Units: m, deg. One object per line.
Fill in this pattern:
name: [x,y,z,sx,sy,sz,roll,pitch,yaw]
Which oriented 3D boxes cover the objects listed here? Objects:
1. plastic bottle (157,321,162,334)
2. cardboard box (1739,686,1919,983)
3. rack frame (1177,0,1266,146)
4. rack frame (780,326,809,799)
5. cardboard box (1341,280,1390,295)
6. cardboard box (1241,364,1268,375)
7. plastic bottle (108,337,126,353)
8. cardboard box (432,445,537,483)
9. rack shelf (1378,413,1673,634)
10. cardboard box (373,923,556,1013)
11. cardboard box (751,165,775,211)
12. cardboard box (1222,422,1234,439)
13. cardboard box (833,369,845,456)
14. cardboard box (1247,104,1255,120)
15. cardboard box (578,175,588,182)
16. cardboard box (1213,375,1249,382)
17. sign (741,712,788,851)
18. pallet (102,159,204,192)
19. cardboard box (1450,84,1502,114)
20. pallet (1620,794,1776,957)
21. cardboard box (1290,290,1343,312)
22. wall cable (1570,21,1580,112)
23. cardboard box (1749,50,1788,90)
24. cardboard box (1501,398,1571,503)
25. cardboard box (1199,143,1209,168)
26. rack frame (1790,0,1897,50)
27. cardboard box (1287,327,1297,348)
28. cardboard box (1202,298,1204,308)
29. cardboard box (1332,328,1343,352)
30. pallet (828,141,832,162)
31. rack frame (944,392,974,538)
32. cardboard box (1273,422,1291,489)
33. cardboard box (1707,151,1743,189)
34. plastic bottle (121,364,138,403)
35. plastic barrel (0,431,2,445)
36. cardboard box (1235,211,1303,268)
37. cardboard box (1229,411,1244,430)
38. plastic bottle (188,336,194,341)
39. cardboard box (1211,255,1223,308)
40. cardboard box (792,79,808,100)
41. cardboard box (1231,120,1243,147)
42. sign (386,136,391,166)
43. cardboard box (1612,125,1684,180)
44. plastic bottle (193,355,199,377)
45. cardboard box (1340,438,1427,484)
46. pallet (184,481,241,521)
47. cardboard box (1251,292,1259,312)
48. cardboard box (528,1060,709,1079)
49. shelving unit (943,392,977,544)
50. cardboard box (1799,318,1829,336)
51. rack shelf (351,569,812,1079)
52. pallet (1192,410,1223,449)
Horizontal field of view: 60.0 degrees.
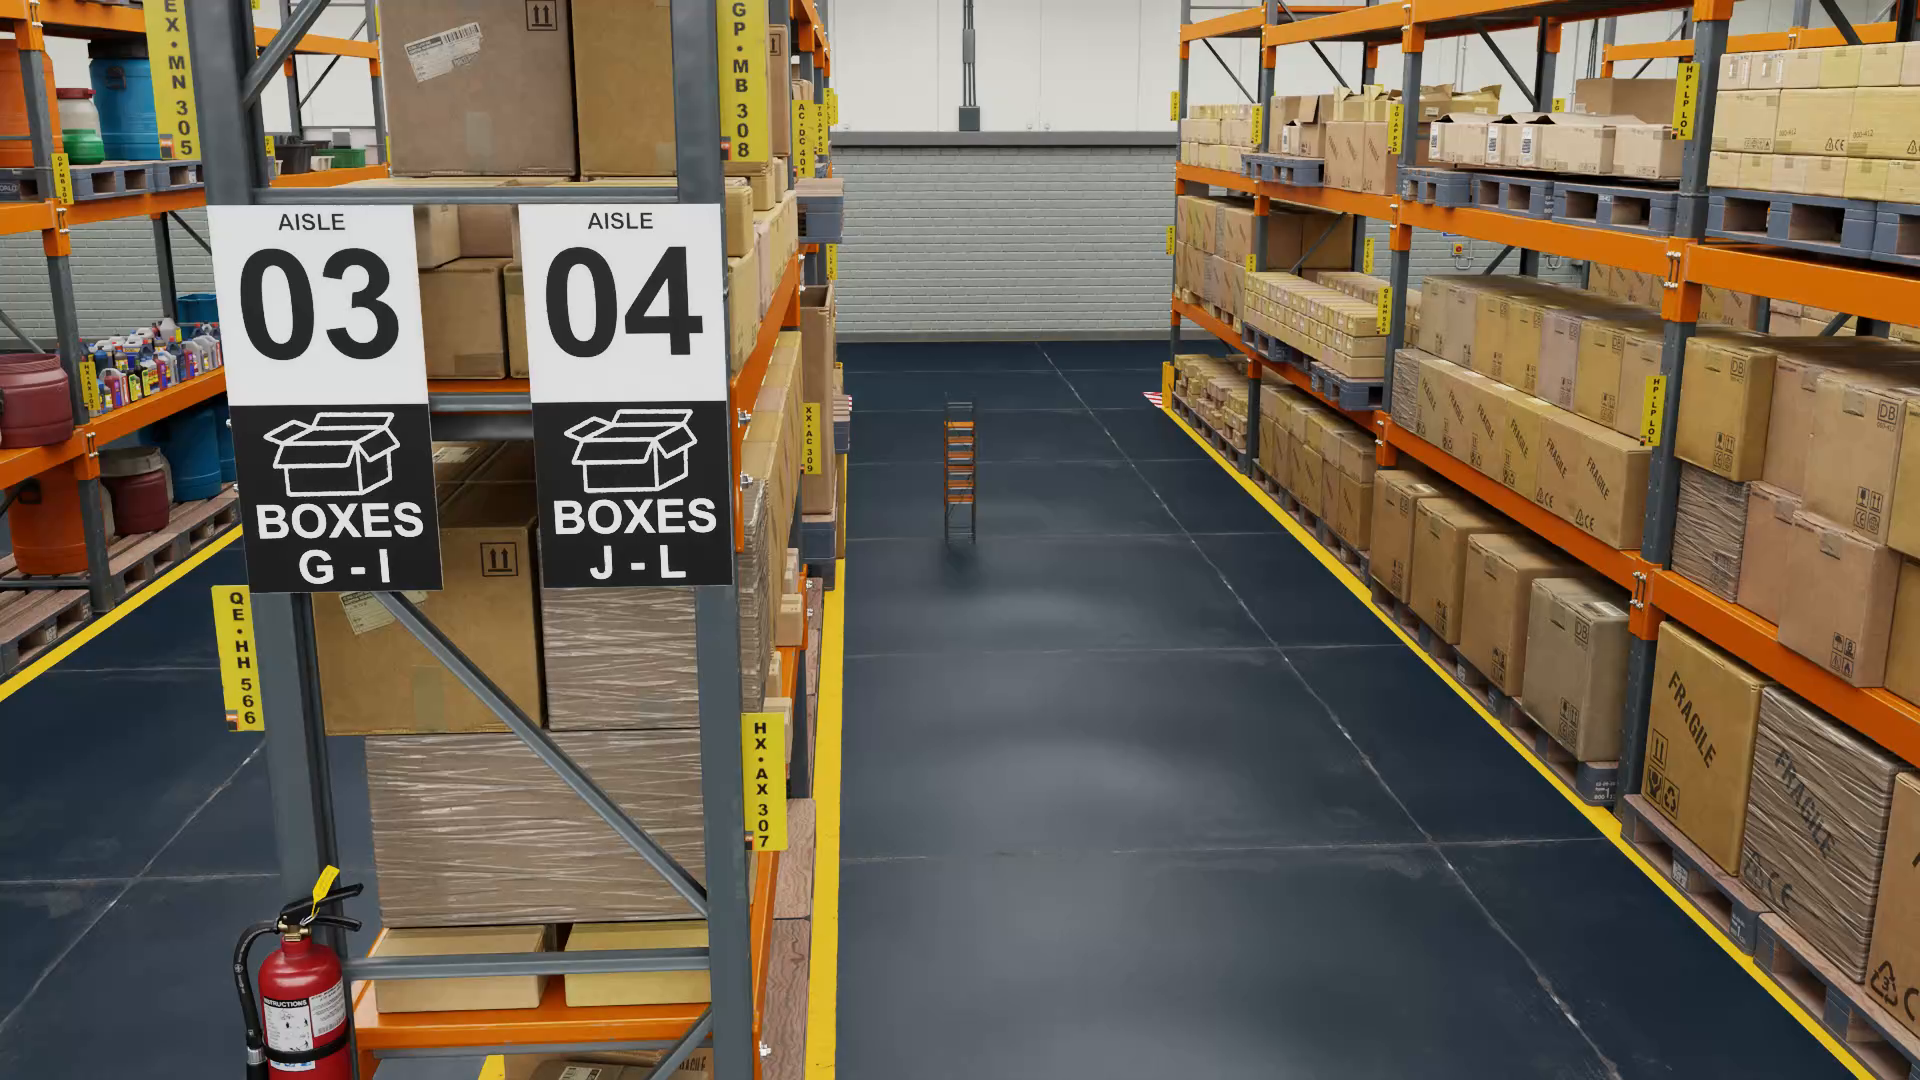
plastic bottle: [-7.068,-1.789,14.694,0.061,0.283,0.133,-1,14,-3]
cardboard box: [3.760,1.126,6.553,0.875,0.875,0.875,-1,14,-3]
rack frame: [2.988,-5.971,18.675,1.000,3.000,0.127,-1,14,-3]
rack frame: [-1.225,-0.030,7.624,1.000,3.000,0.127,-1,14,-3]
cardboard box: [3.503,-2.148,14.322,0.380,0.149,0.250,-1,14,-4]
cardboard box: [3.327,-1.858,18.412,0.380,0.149,0.250,-1,15,-6]
plastic bottle: [-6.959,-1.532,13.709,0.152,0.276,0.135,-1,14,-3]
cardboard box: [-1.295,0.031,4.583,0.500,0.500,0.500,-1,14,-3]
rack shelf: [3.607,-0.231,9.846,1.077,0.370,4.000,-1,14,-3]
cardboard box: [-1.201,1.019,4.052,0.380,0.149,0.250,-1,14,-3]
cardboard box: [-0.830,-1.199,5.648,0.380,0.149,0.250,0,14,-1]
cardboard box: [2.858,-1.117,16.726,0.380,0.149,0.250,-1,14,-5]
cardboard box: [-1.661,-1.035,14.951,1.225,0.875,0.875,-1,14,-3]
cardboard box: [2.917,-4.026,15.630,0.380,0.149,0.250,-1,14,-2]
cardboard box: [-1.350,-1.065,5.128,0.380,0.149,0.250,-2,15,-6]
cardboard box: [2.894,-1.653,17.617,0.380,0.149,0.250,-1,14,-3]
sign: [-0.436,0.537,3.682,0.100,0.325,0.005,-1,14,-3]
pallet: [-6.445,-2.829,12.861,1.003,0.211,1.213,-1,14,-3]
cardboard box: [3.702,-3.181,12.114,0.396,0.266,0.258,-1,14,-3]
pallet: [3.700,1.459,7.431,1.003,0.211,1.213,-1,14,-3]
cardboard box: [2.902,-1.947,13.543,0.380,0.149,0.250,0,14,-2]
wall cable: [8.039,-7.494,24.594,2.355,3.000,0.029,-1,14,-3]
cardboard box: [3.432,-1.891,6.698,0.380,0.149,0.250,-1,14,-4]
cardboard box: [3.369,-0.507,9.276,0.500,0.500,0.500,-1,14,-3]
cardboard box: [2.834,-4.071,17.612,0.500,0.250,0.500,-1,14,-5]
rack frame: [8.170,-5.078,15.203,1.000,3.000,0.127,-1,14,-3]
cardboard box: [2.900,-1.660,13.621,0.380,0.149,0.250,-2,15,-6]
cardboard box: [2.846,-2.598,18.108,0.380,0.149,0.250,-1,14,-4]
cardboard box: [2.980,-1.484,12.340,0.380,0.149,0.250,0,14,-1]
pallet: [-1.913,-4.240,18.144,1.003,0.211,1.213,-1,14,-3]
rack frame: [-0.005,-0.600,13.451,0.240,1.200,0.006,-1,14,-3]
cardboard box: [3.051,-0.745,14.574,0.500,0.500,0.500,0,14,-1]
cardboard box: [3.414,-1.569,7.044,0.380,0.149,0.250,-1,14,-4]
plastic bottle: [-6.112,-1.154,12.225,0.061,0.283,0.133,-1,14,-3]
plastic barrel: [-6.140,-0.750,10.197,0.421,0.512,0.421,0,14,0]
cardboard box: [2.937,-2.861,15.820,0.500,0.500,0.500,-1,14,-5]
cardboard box: [2.870,-1.178,16.368,0.380,0.149,0.250,-2,15,-6]
plastic bottle: [-6.387,-1.565,13.848,0.097,0.271,0.097,0,14,0]
cardboard box: [2.863,-2.632,16.940,0.500,0.500,0.500,-1,14,-4]
cardboard box: [-1.136,-2.403,9.621,0.500,0.500,0.500,-1,14,-2]
cardboard box: [2.933,-3.934,16.074,0.500,0.250,0.500,-1,15,-6]
sign: [-6.364,-4.353,18.614,0.100,0.325,0.005,-1,14,-3]
cardboard box: [3.528,-1.887,8.077,0.500,0.250,0.500,-1,14,-3]
plastic bottle: [-6.206,-1.418,13.417,0.097,0.201,0.097,0,14,0]
cardboard box: [3.179,-0.598,12.501,0.500,0.250,0.500,-1,14,-5]
pallet: [-6.658,-0.400,14.658,1.003,0.211,1.213,-1,14,-3]
cardboard box: [2.819,-2.127,14.839,0.380,0.149,0.250,-1,14,-5]
cardboard box: [-1.000,1.816,4.621,0.500,0.500,0.500,2,15,7]
shelving unit: [0.001,-0.577,13.363,0.258,1.200,0.189,-1,14,-3]
cardboard box: [7.967,-1.858,15.028,0.500,0.250,0.500,-1,14,-5]
rack shelf: [-1.102,0.816,5.780,1.077,0.370,4.000,-1,14,-3]
pallet: [3.080,-1.191,17.733,1.003,0.211,1.213,-1,14,-3]
